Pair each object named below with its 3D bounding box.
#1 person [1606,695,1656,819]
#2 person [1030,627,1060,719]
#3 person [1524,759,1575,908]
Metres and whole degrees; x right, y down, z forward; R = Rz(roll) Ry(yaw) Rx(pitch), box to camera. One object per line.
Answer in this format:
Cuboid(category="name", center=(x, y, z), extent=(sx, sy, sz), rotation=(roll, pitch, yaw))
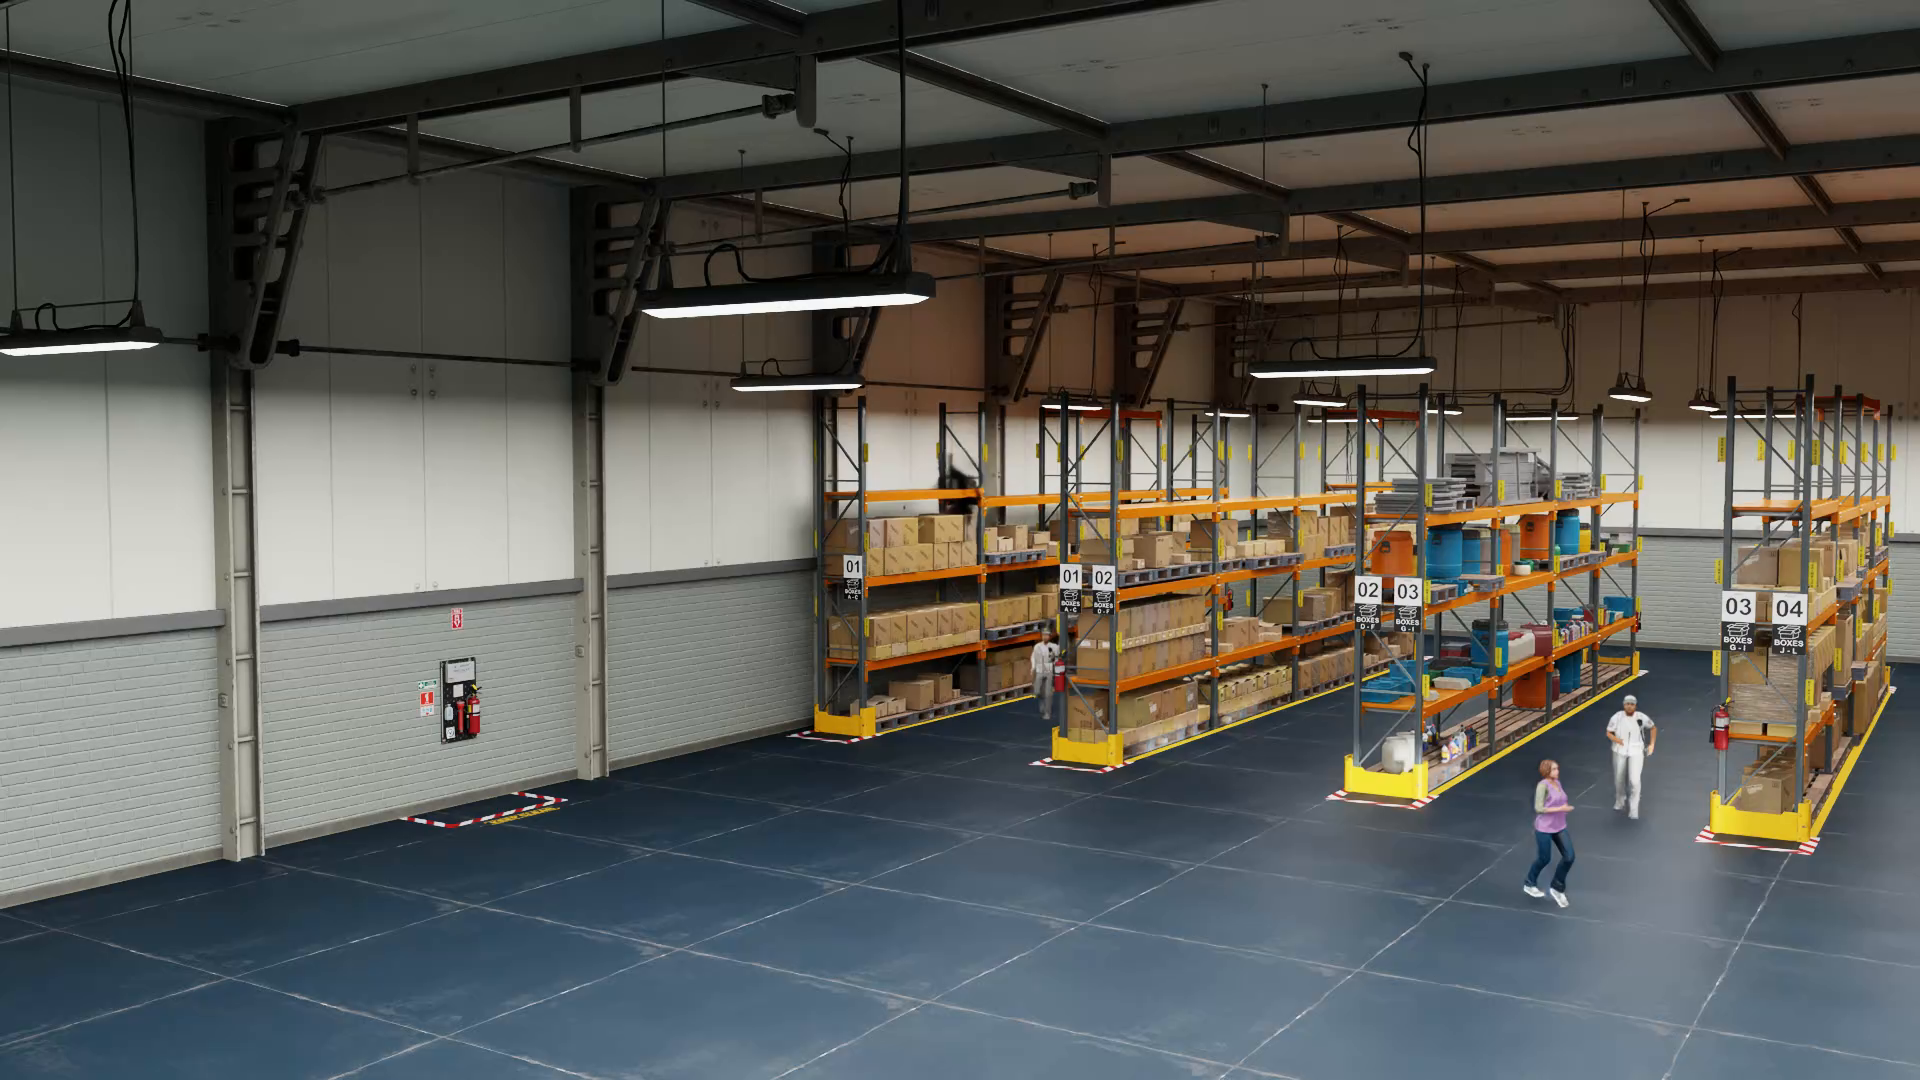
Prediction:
Cuboid(category="person", center=(9.232, 2.989, 22.909), extent=(0.628, 1.723, 0.695), rotation=(1, 3, 26))
Cuboid(category="person", center=(1.517, 2.389, 29.802), extent=(0.615, 1.658, 0.541), rotation=(1, 3, 18))
Cuboid(category="person", center=(6.541, 3.237, 18.396), extent=(0.514, 1.635, 0.660), rotation=(-2, 3, -30))
